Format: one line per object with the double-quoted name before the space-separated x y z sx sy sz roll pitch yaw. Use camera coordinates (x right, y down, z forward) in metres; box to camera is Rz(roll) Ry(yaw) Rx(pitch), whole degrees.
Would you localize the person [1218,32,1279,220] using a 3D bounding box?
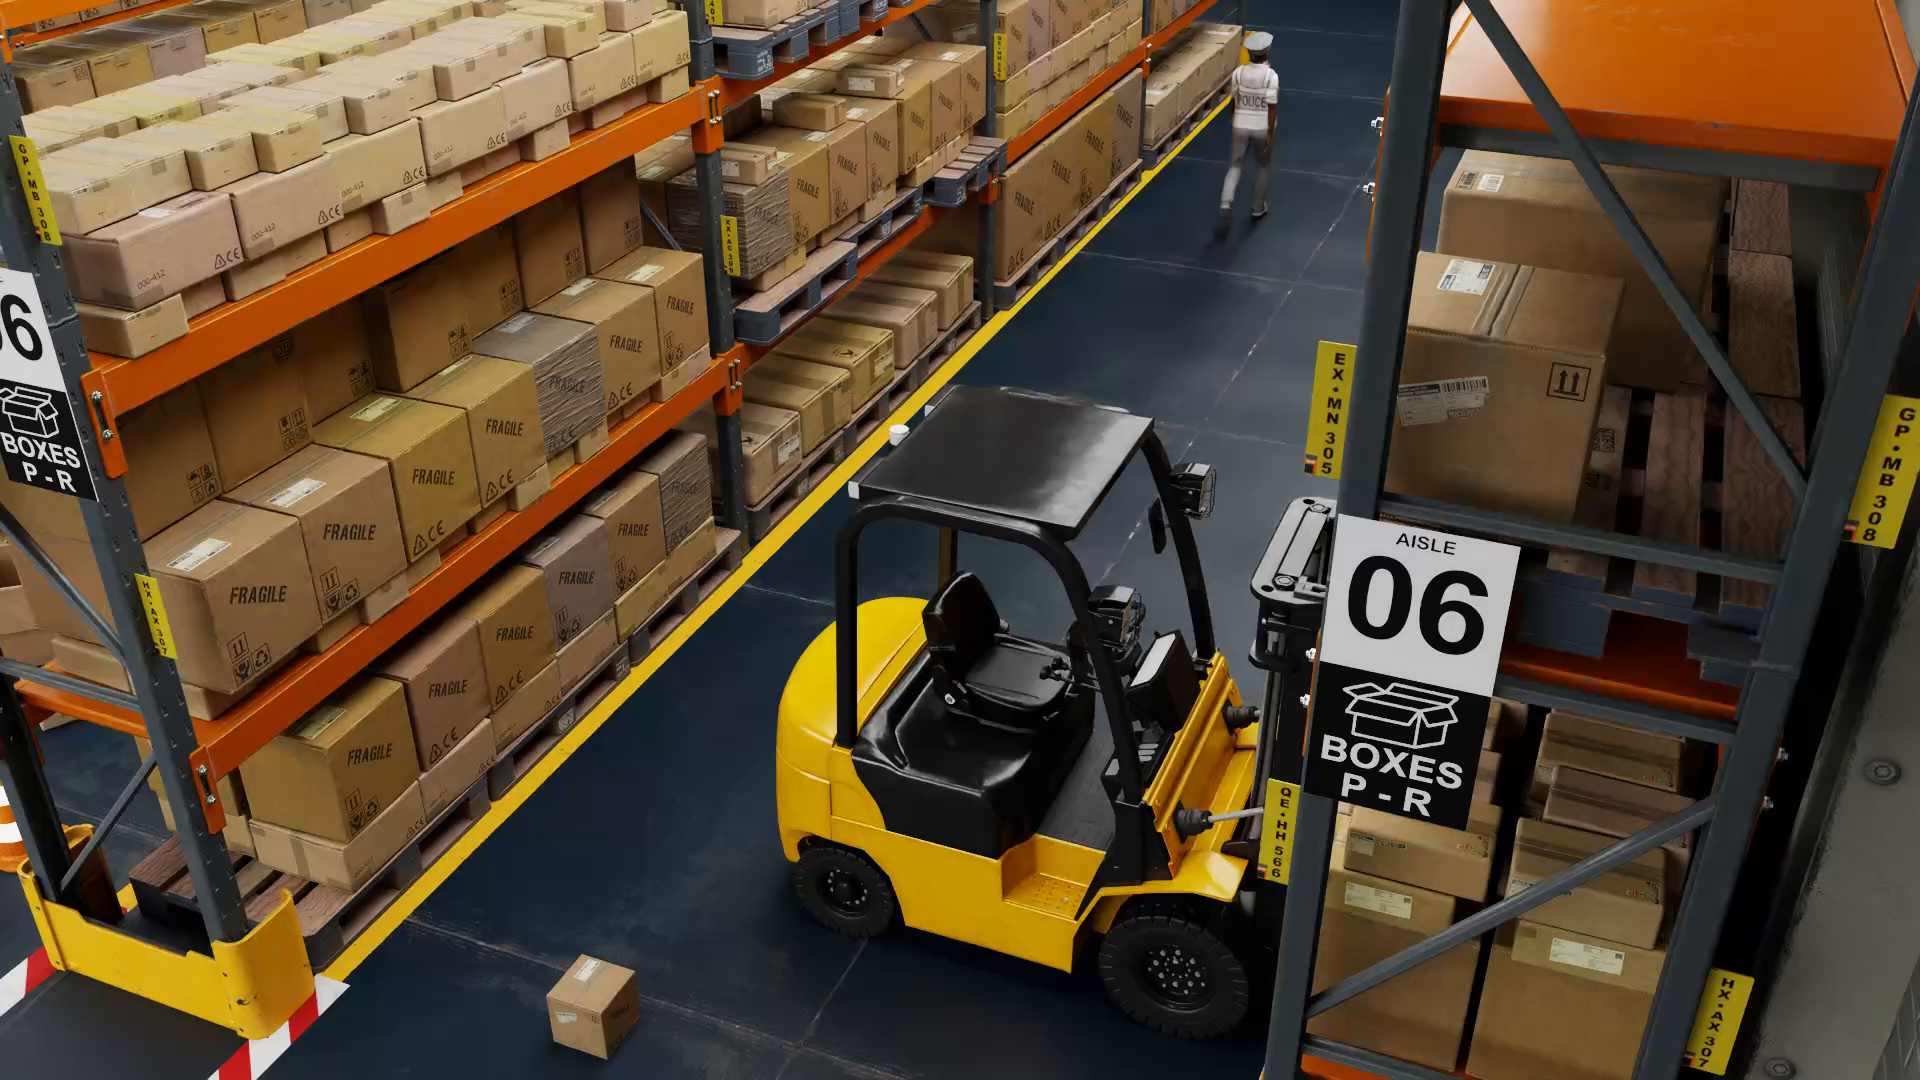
"person" 2.565 -3.621 14.662 0.441 1.659 0.820 11 32 19
